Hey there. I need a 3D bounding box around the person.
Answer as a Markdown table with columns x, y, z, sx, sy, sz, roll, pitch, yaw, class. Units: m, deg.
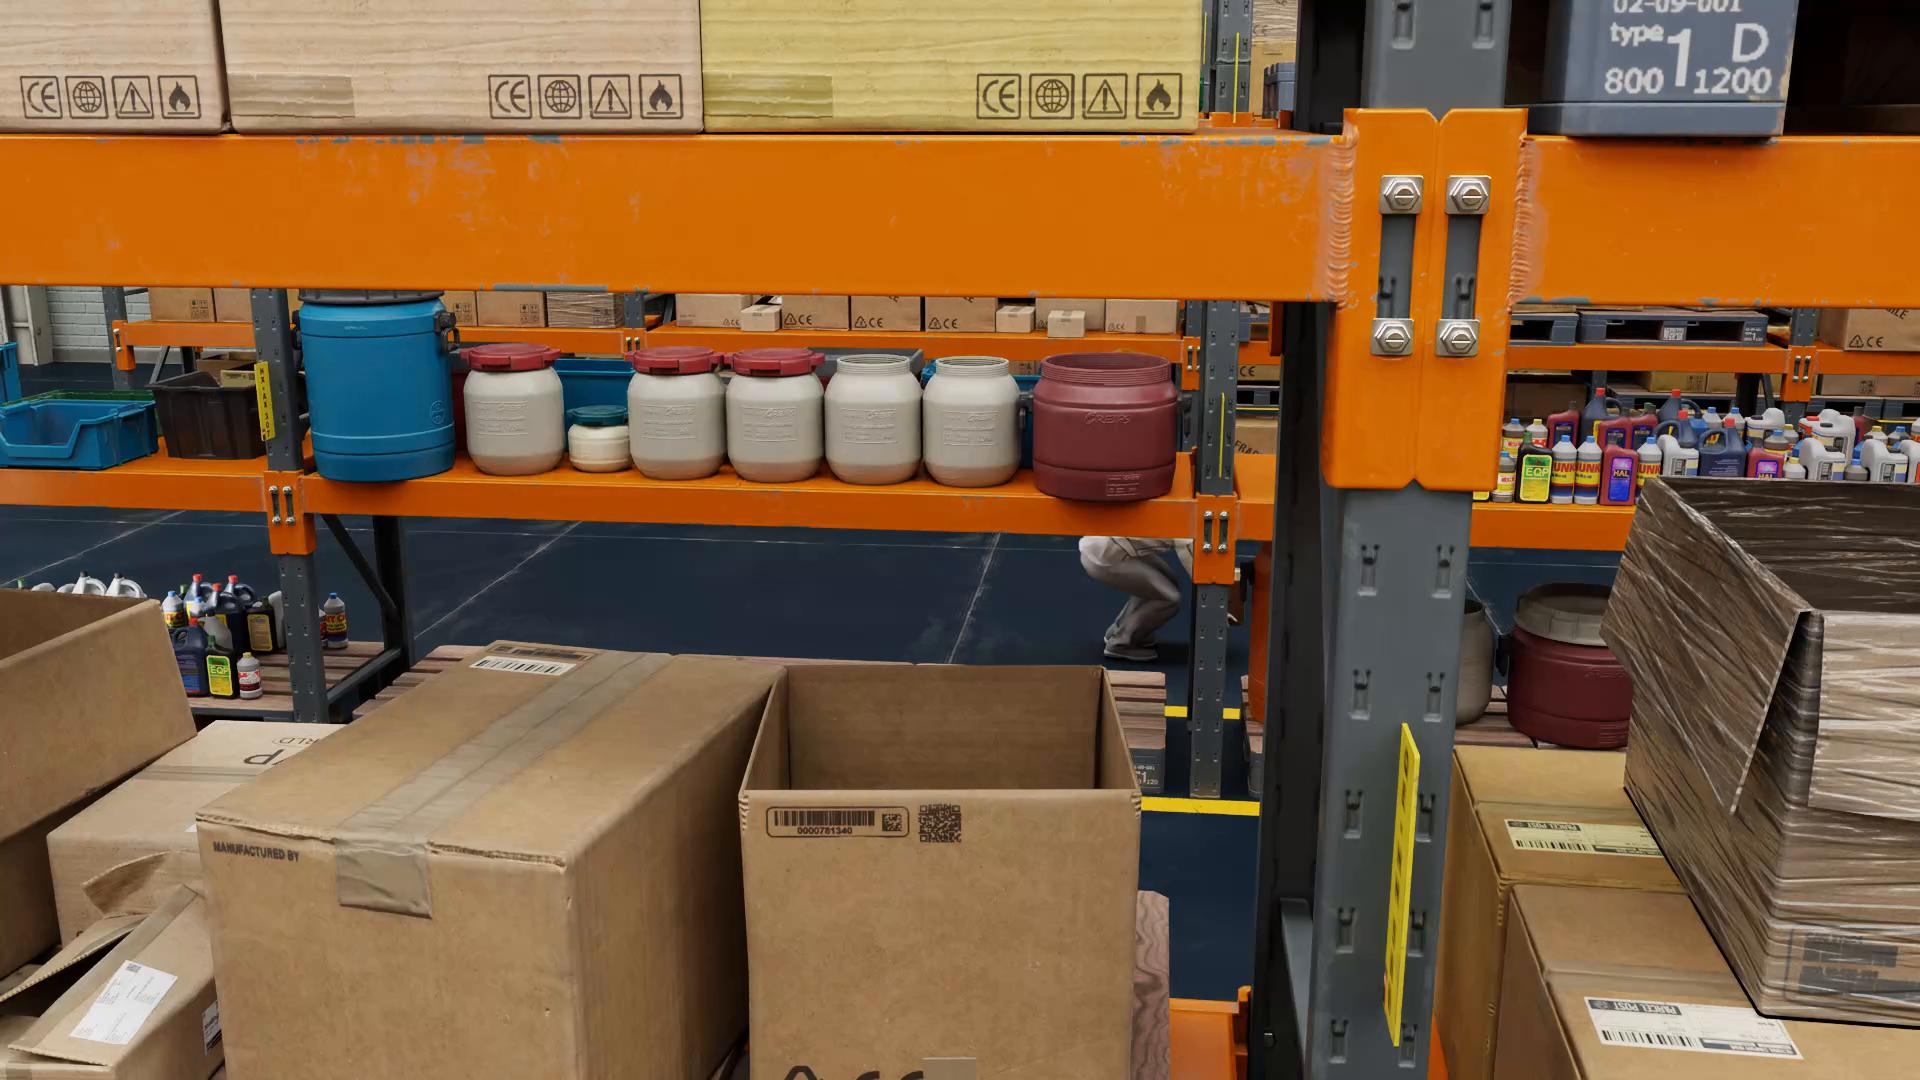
| x | y | z | sx | sy | sz | roll | pitch | yaw | class |
| --- | --- | --- | --- | --- | --- | --- | --- | --- | --- |
| 1.077 | 0.141 | 8.876 | 0.891 | 0.972 | 0.462 | 1 | 14 | 5 | person |
